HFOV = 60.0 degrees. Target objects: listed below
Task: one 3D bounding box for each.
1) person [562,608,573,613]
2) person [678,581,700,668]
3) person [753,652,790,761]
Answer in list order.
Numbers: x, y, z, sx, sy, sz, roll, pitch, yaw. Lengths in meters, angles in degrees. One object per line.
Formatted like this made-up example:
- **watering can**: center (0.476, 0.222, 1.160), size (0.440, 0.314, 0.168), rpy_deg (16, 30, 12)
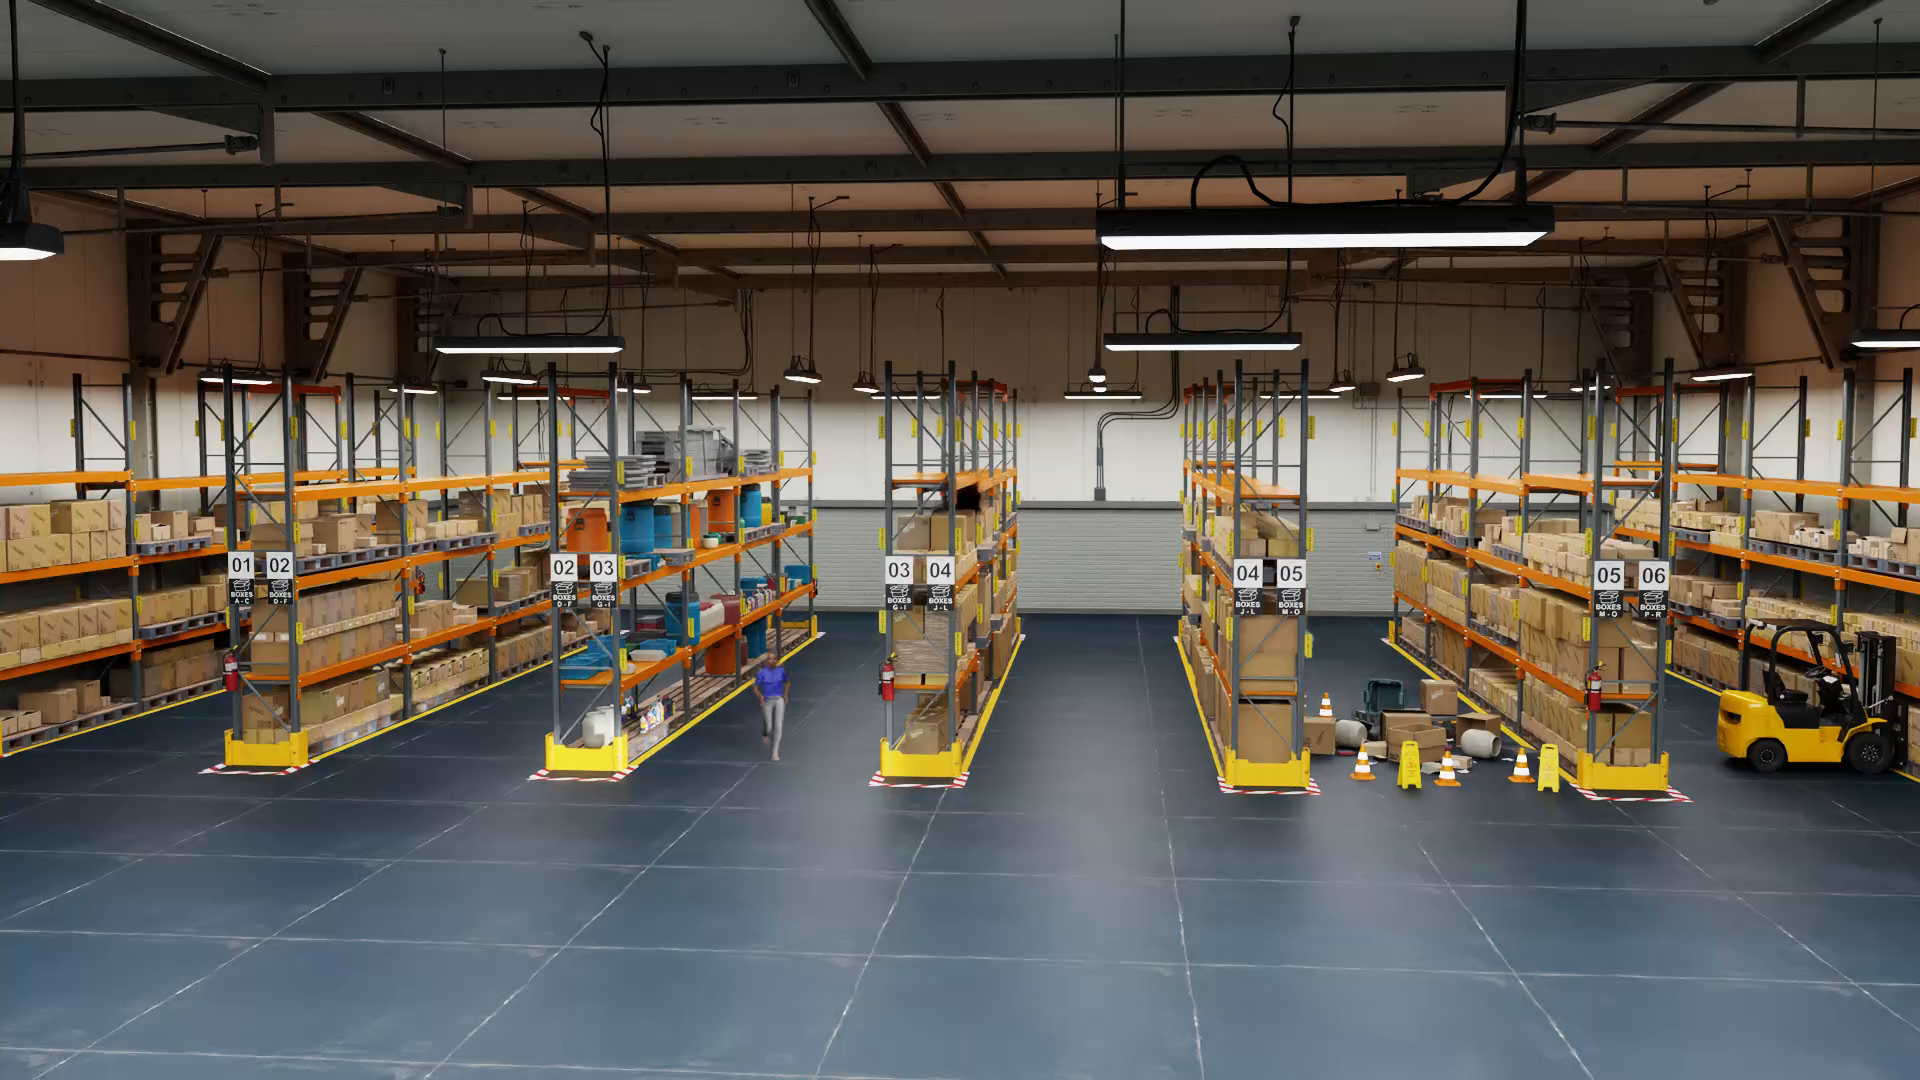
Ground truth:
- **person**: center (-10.053, 1.331, 42.356), size (0.856, 1.847, 0.677), rpy_deg (1, 4, 18)
- **person**: center (-5.880, 1.778, 35.502), size (0.703, 1.832, 0.850), rpy_deg (0, 4, 1)
- **person**: center (-2.877, 2.528, 25.537), size (0.585, 1.640, 0.753), rpy_deg (-1, 4, -15)
